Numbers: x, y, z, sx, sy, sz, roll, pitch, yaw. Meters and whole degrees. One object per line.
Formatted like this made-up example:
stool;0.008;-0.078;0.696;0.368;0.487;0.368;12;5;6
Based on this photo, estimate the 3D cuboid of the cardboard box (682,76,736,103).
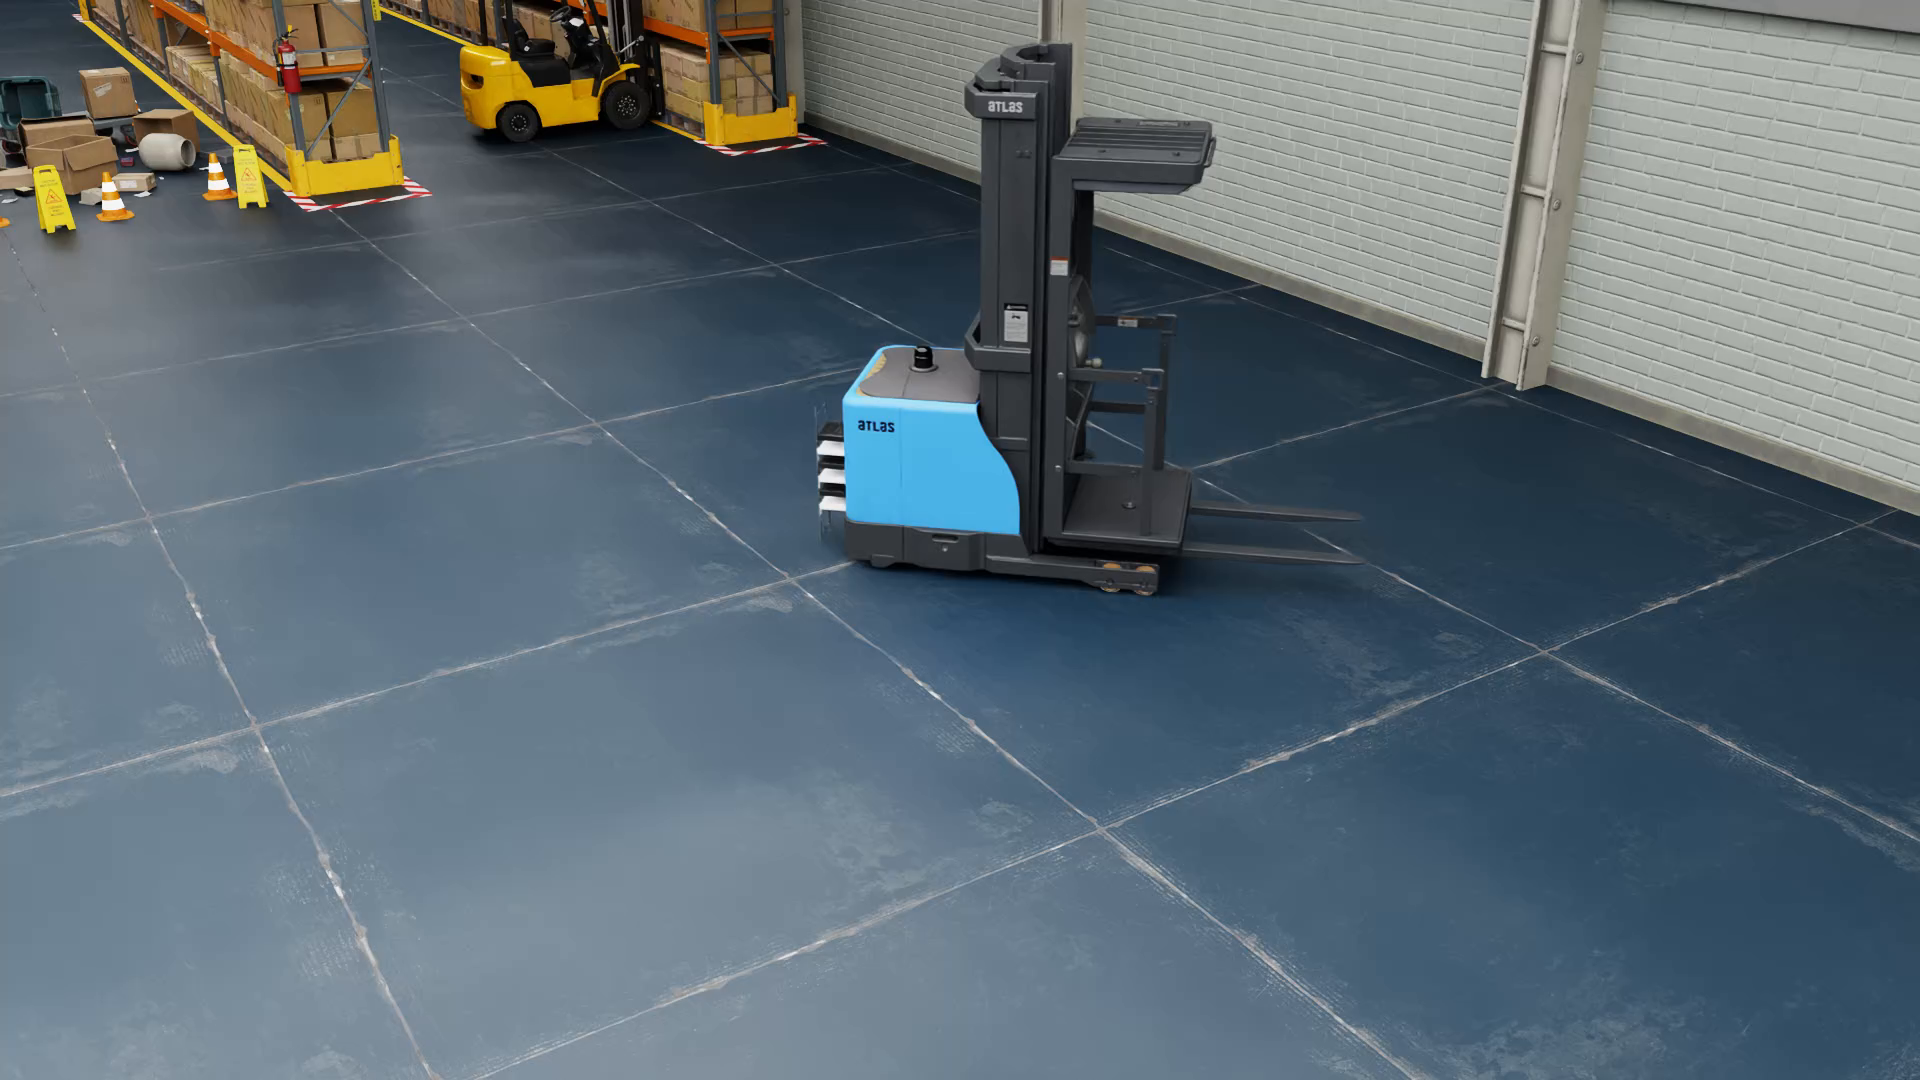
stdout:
cardboard box;-3.162;-5.705;20.965;0.500;0.250;0.500;-16;30;-30

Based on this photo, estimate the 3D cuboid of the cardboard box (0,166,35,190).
cardboard box;-10.586;-4.092;18.608;0.396;0.266;0.258;-10;27;-21

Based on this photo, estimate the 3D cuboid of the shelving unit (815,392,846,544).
shelving unit;-0.731;-0.424;10.094;0.210;0.900;0.258;5;26;10

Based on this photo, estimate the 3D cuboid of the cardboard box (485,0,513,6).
cardboard box;-7.484;-8.763;26.976;0.380;0.149;0.250;-17;30;-32

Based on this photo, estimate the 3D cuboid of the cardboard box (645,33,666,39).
cardboard box;-4.265;-6.654;22.390;0.500;0.250;0.500;-14;29;-28

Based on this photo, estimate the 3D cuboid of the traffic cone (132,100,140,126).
traffic cone;-10.825;-5.674;21.728;0.336;0.463;0.334;-16;29;-30

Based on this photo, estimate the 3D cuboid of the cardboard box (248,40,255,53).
cardboard box;-7.932;-5.685;19.073;0.380;0.149;0.250;-16;30;-30

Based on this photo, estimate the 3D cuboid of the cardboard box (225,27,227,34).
cardboard box;-8.720;-6.237;20.242;0.380;0.149;0.250;-16;29;-30

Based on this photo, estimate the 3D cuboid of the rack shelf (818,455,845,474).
rack shelf;-0.731;-0.475;10.070;0.200;0.077;0.258;5;26;10

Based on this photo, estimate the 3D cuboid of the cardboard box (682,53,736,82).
cardboard box;-3.148;-5.922;20.839;0.500;0.250;0.500;-14;29;-28

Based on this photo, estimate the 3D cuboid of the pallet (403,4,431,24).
pallet;-9.560;-9.708;30.568;1.003;0.211;1.213;-16;29;-30

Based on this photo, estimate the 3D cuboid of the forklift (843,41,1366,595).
forklift;0.881;-1.254;9.472;3.031;2.935;1.130;5;26;10

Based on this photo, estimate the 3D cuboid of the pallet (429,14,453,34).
pallet;-8.710;-9.180;29.450;1.003;0.211;1.213;-16;29;-30

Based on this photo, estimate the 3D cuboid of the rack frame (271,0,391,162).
rack frame;-6.792;-5.273;17.907;1.000;3.000;0.127;-16;29;-30

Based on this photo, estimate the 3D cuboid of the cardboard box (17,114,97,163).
cardboard box;-10.389;-4.577;19.196;0.797;0.637;0.503;-16;29;-30

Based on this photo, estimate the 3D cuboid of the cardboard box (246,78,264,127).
cardboard box;-8.005;-5.153;19.502;0.500;0.500;0.500;-16;30;-31

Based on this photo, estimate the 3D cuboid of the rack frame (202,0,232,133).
rack frame;-8.975;-6.704;20.938;1.000;3.000;0.127;-16;29;-30

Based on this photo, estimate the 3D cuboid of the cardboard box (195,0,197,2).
cardboard box;-9.617;-6.999;21.364;0.380;0.149;0.250;-17;30;-31

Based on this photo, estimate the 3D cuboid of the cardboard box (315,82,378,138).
cardboard box;-7.014;-4.920;19.010;0.500;0.500;0.500;-17;30;-31

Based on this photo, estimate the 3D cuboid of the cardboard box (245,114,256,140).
cardboard box;-8.287;-4.999;20.055;0.500;0.250;0.500;-16;30;-30

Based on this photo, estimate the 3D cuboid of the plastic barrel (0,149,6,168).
plastic barrel;-11.163;-4.301;18.865;0.512;0.421;0.421;3;25;6

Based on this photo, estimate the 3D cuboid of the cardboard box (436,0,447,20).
cardboard box;-8.811;-9.370;29.020;0.500;0.500;0.500;-16;30;-30

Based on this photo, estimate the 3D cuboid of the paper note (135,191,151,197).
paper note;-8.975;-3.805;18.274;0.142;0.019;0.148;18;31;33

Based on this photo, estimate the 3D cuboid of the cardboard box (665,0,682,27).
cardboard box;-3.399;-6.779;20.980;0.500;0.500;0.500;-15;29;-28

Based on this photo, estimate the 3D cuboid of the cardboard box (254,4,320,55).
cardboard box;-7.319;-5.583;18.097;0.500;0.500;0.500;-16;30;-30

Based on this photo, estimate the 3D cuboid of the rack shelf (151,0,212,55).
rack shelf;-10.067;-7.094;22.607;1.077;0.370;4.000;-16;29;-30

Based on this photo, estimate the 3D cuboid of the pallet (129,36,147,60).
pallet;-12.858;-8.046;27.047;1.003;0.211;1.213;-16;29;-30

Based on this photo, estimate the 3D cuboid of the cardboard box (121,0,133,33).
cardboard box;-13.595;-8.846;27.985;0.875;0.438;0.875;-16;30;-30

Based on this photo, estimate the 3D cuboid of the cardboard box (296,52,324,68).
cardboard box;-7.175;-5.244;18.138;0.380;0.149;0.250;-14;29;-28

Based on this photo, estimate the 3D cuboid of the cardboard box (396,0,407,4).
cardboard box;-10.114;-10.287;30.963;0.700;0.500;0.500;-17;30;-31

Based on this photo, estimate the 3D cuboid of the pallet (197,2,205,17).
pallet;-9.271;-6.925;21.629;1.003;0.211;1.213;-16;29;-30

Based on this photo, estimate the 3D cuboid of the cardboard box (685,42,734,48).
cardboard box;-3.278;-6.405;21.863;0.500;0.250;0.500;-16;30;-30

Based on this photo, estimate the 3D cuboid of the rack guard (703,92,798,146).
rack guard;-2.622;-5.293;20.876;1.175;0.500;0.348;-16;29;-30

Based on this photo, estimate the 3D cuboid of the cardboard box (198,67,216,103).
cardboard box;-9.659;-6.149;22.348;0.950;0.372;0.625;-14;28;-26

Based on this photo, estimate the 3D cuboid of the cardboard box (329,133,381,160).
cardboard box;-7.000;-4.573;19.152;0.500;0.250;0.500;-16;30;-30

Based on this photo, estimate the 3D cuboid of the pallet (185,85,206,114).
pallet;-10.072;-6.158;23.047;1.003;0.211;1.213;-16;29;-30

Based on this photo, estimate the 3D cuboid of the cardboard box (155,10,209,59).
cardboard box;-11.466;-7.630;24.897;0.875;0.875;0.875;-16;30;-30

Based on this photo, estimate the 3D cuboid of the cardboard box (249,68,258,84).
cardboard box;-7.981;-5.379;19.221;0.380;0.149;0.250;-14;29;-27

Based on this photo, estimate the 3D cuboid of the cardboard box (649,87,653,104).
cardboard box;-3.987;-6.014;22.205;0.500;0.250;0.500;-15;29;-28

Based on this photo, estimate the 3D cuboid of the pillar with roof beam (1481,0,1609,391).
pillar with roof beam;0.684;-4.308;8.835;9.100;9.000;0.400;-16;29;-30

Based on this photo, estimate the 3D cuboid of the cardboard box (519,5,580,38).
cardboard box;-6.310;-7.951;25.868;0.875;0.625;0.625;-14;29;-28

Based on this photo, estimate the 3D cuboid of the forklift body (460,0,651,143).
forklift body;-5.199;-6.301;21.077;2.313;2.155;1.214;-16;29;-30

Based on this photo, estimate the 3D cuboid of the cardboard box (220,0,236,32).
cardboard box;-8.412;-6.305;19.626;0.500;0.500;0.500;-16;30;-30

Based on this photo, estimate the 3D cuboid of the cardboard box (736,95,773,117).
cardboard box;-2.739;-5.599;21.326;0.500;0.250;0.500;-15;29;-29

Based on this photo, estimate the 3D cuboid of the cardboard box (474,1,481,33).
cardboard box;-7.677;-8.635;27.464;0.500;0.500;0.500;-16;30;-30

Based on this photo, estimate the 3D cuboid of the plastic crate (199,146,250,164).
plastic crate;-8.805;-4.631;19.967;0.583;0.080;0.402;18;31;33

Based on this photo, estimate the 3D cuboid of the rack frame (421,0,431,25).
rack frame;-9.186;-10.724;29.452;1.000;3.000;0.127;-16;29;-30

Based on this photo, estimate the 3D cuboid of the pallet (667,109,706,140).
pallet;-3.087;-5.434;21.514;1.003;0.211;1.213;-16;29;-30

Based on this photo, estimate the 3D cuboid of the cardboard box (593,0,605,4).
cardboard box;-4.795;-7.688;22.904;0.500;0.500;0.500;-16;30;-31
